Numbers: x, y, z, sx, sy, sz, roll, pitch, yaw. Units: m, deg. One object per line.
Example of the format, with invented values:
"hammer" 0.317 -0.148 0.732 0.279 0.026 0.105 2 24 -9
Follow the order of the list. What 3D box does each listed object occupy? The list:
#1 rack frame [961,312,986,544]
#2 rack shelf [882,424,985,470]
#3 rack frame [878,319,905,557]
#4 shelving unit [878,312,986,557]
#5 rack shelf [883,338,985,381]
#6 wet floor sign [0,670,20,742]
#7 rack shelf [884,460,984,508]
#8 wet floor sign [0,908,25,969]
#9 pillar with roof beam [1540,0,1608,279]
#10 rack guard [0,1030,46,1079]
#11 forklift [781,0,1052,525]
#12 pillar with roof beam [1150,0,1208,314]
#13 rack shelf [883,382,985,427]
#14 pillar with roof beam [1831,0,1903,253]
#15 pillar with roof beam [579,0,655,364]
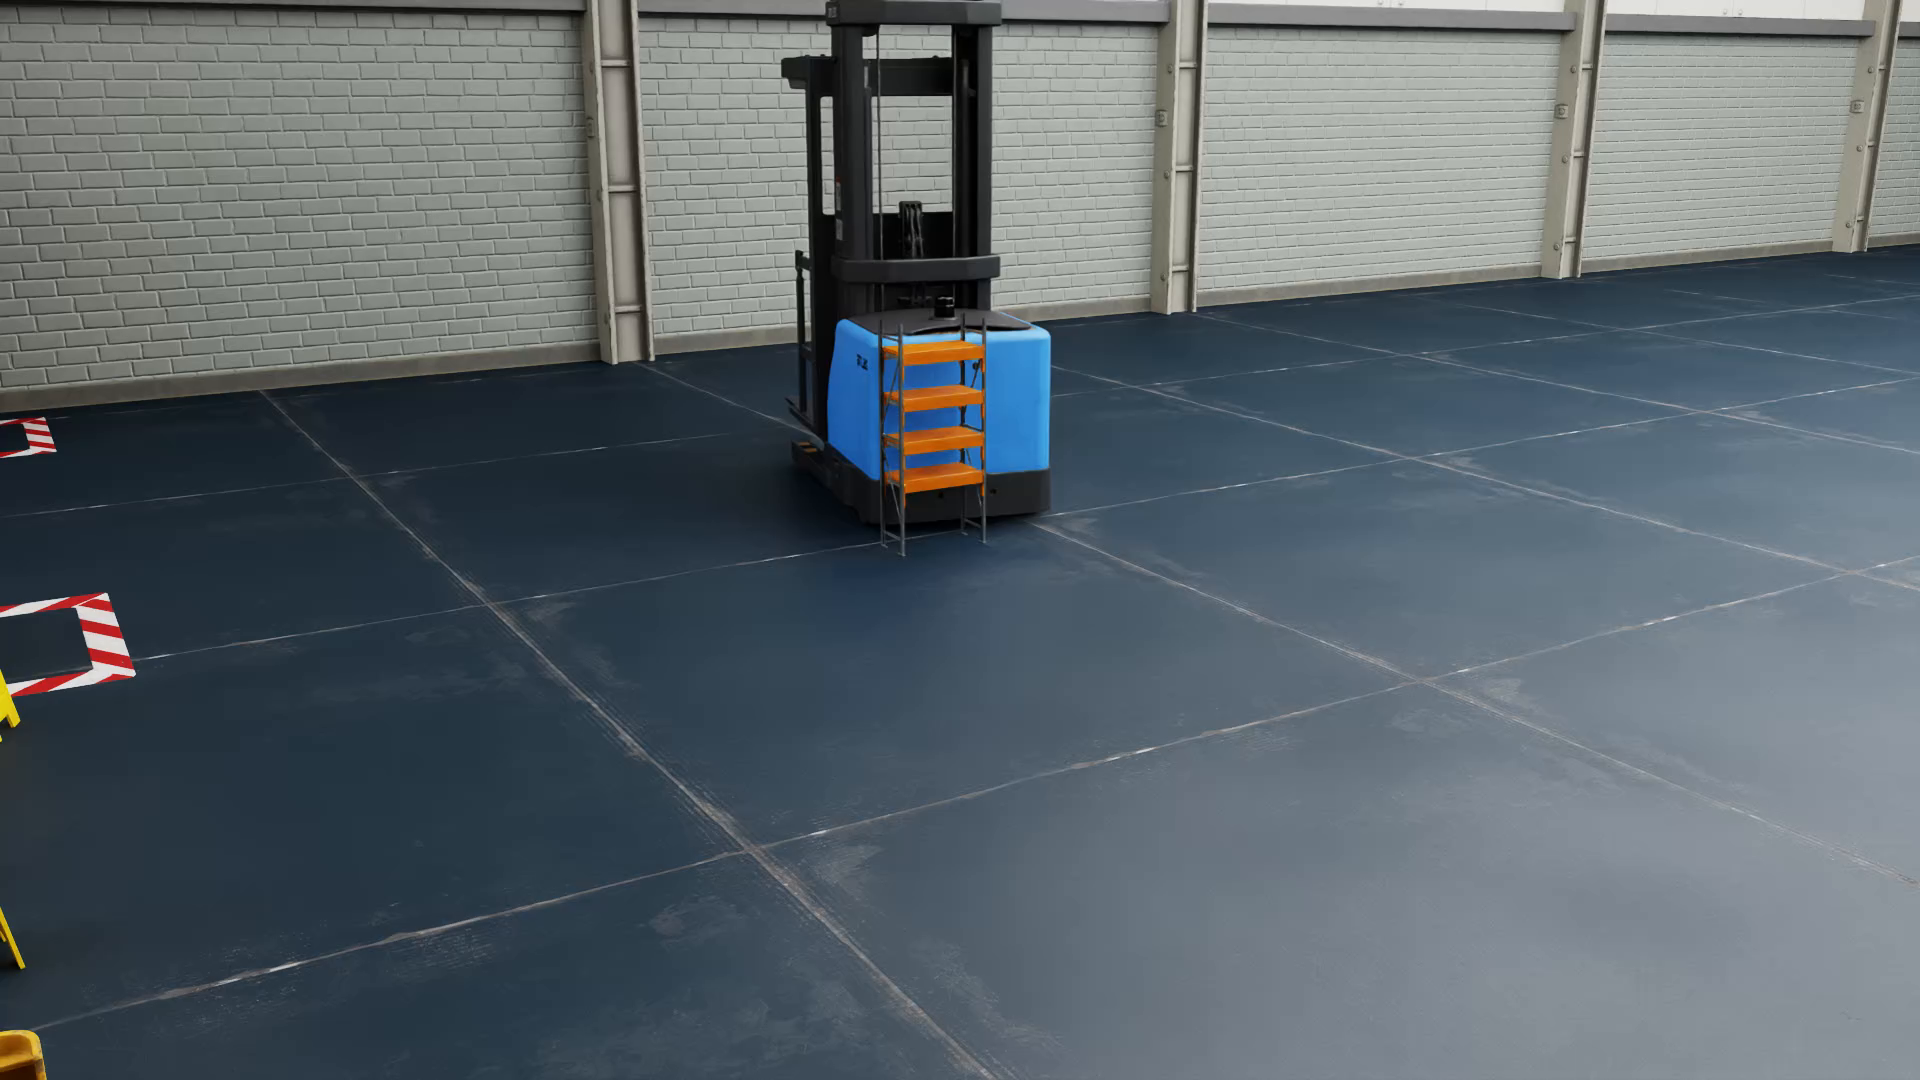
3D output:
"rack frame" 0.070 -0.587 8.780 0.015 1.200 0.240 -9 18 -29
"rack shelf" -0.141 -0.489 8.681 0.480 0.148 0.258 -9 18 -29
"rack frame" -0.353 -0.521 8.545 0.015 1.200 0.240 -9 18 -29
"shelving unit" -0.141 -0.554 8.663 0.503 1.200 0.258 -9 18 -29
"rack shelf" -0.141 -0.932 8.557 0.480 0.148 0.258 -9 18 -29
"wet floor sign" -3.713 0.430 6.179 0.232 0.644 0.267 -3 16 -11
"rack shelf" -0.141 -0.298 8.735 0.480 0.148 0.258 -9 18 -29
"wet floor sign" -2.786 0.878 4.581 0.232 0.644 0.267 -13 20 -39
"pillar with roof beam" 9.599 -6.579 15.707 0.400 9.000 9.100 -9 18 -30
"rack guard" -1.770 1.407 2.964 0.348 0.500 1.175 -9 18 -30
"forklift" -0.432 -1.848 10.071 1.130 2.935 3.031 -5 16 -17
"pillar with roof beam" 4.456 -5.745 12.732 0.400 9.000 9.100 -9 18 -30
"rack shelf" -0.141 -0.704 8.621 0.480 0.148 0.258 -9 18 -29
"pillar with roof beam" 14.742 -7.413 18.682 0.400 9.000 9.100 -9 18 -30
"pillar with roof beam" -0.687 -4.911 9.756 0.400 9.000 9.100 -9 18 -30
